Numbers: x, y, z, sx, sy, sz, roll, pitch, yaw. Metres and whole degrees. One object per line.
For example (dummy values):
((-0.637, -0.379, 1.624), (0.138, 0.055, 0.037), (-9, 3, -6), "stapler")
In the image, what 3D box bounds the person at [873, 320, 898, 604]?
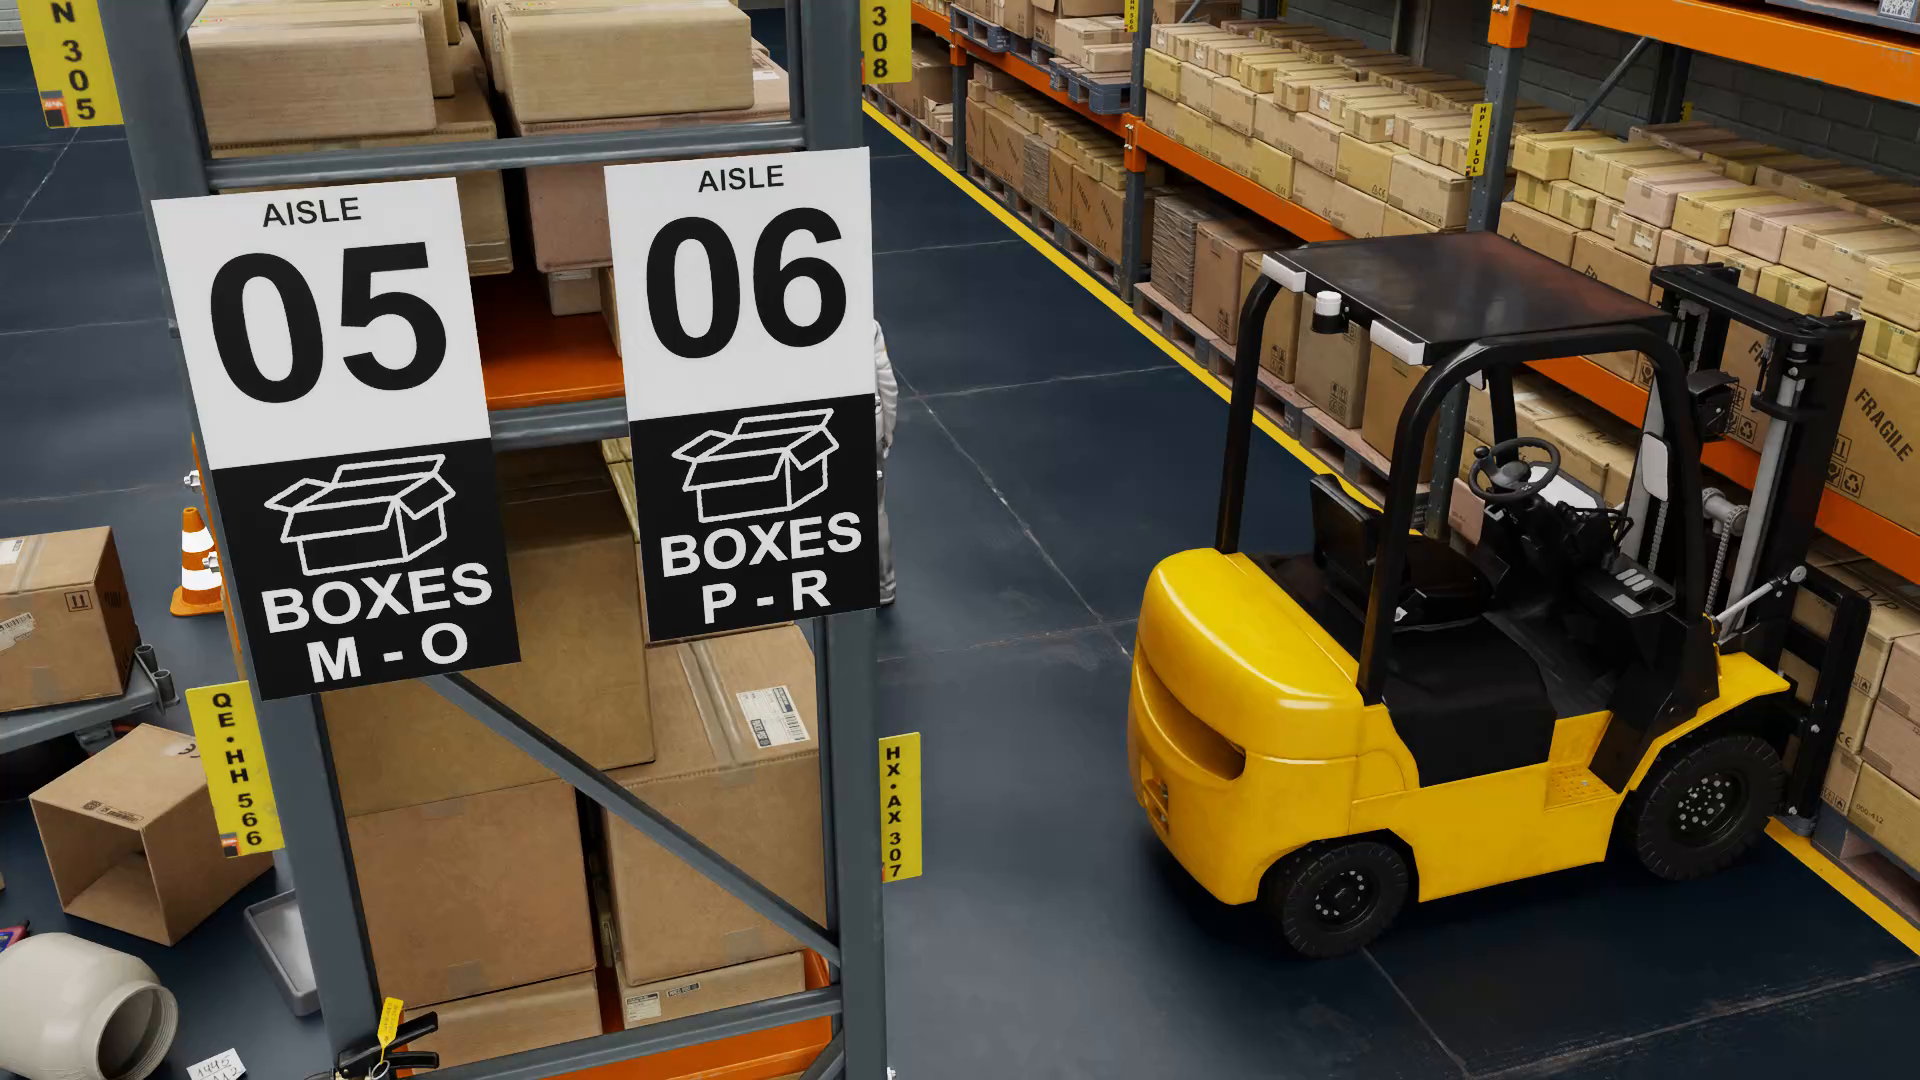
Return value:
((-0.537, -0.450, 7.513), (0.547, 1.663, 0.376), (-10, 28, -20), "person")
